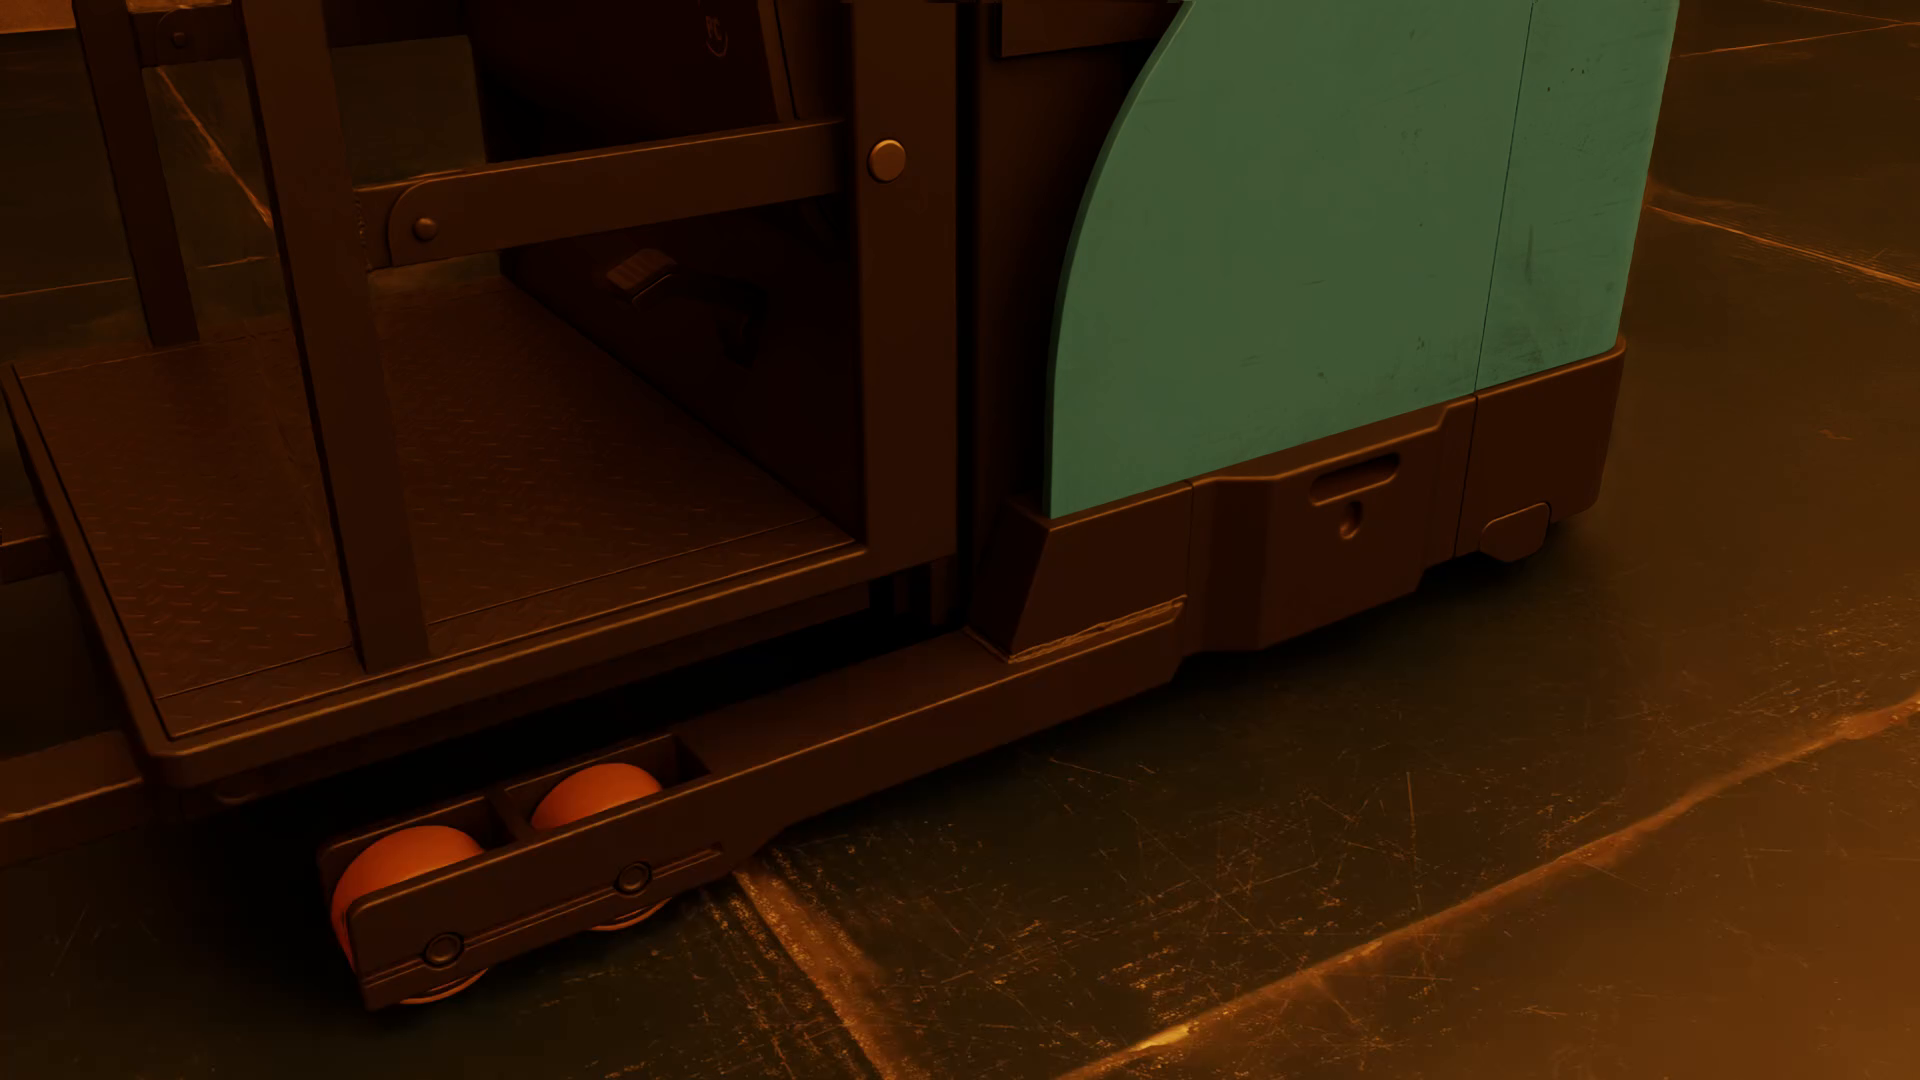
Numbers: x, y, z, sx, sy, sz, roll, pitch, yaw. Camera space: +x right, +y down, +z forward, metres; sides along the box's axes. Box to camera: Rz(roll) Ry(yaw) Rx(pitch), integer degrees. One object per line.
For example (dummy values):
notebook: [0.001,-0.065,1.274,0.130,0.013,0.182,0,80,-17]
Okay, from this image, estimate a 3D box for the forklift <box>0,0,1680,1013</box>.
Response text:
forklift: [-0.559,-1.131,1.490,3.031,2.935,1.130,-17,31,-29]
